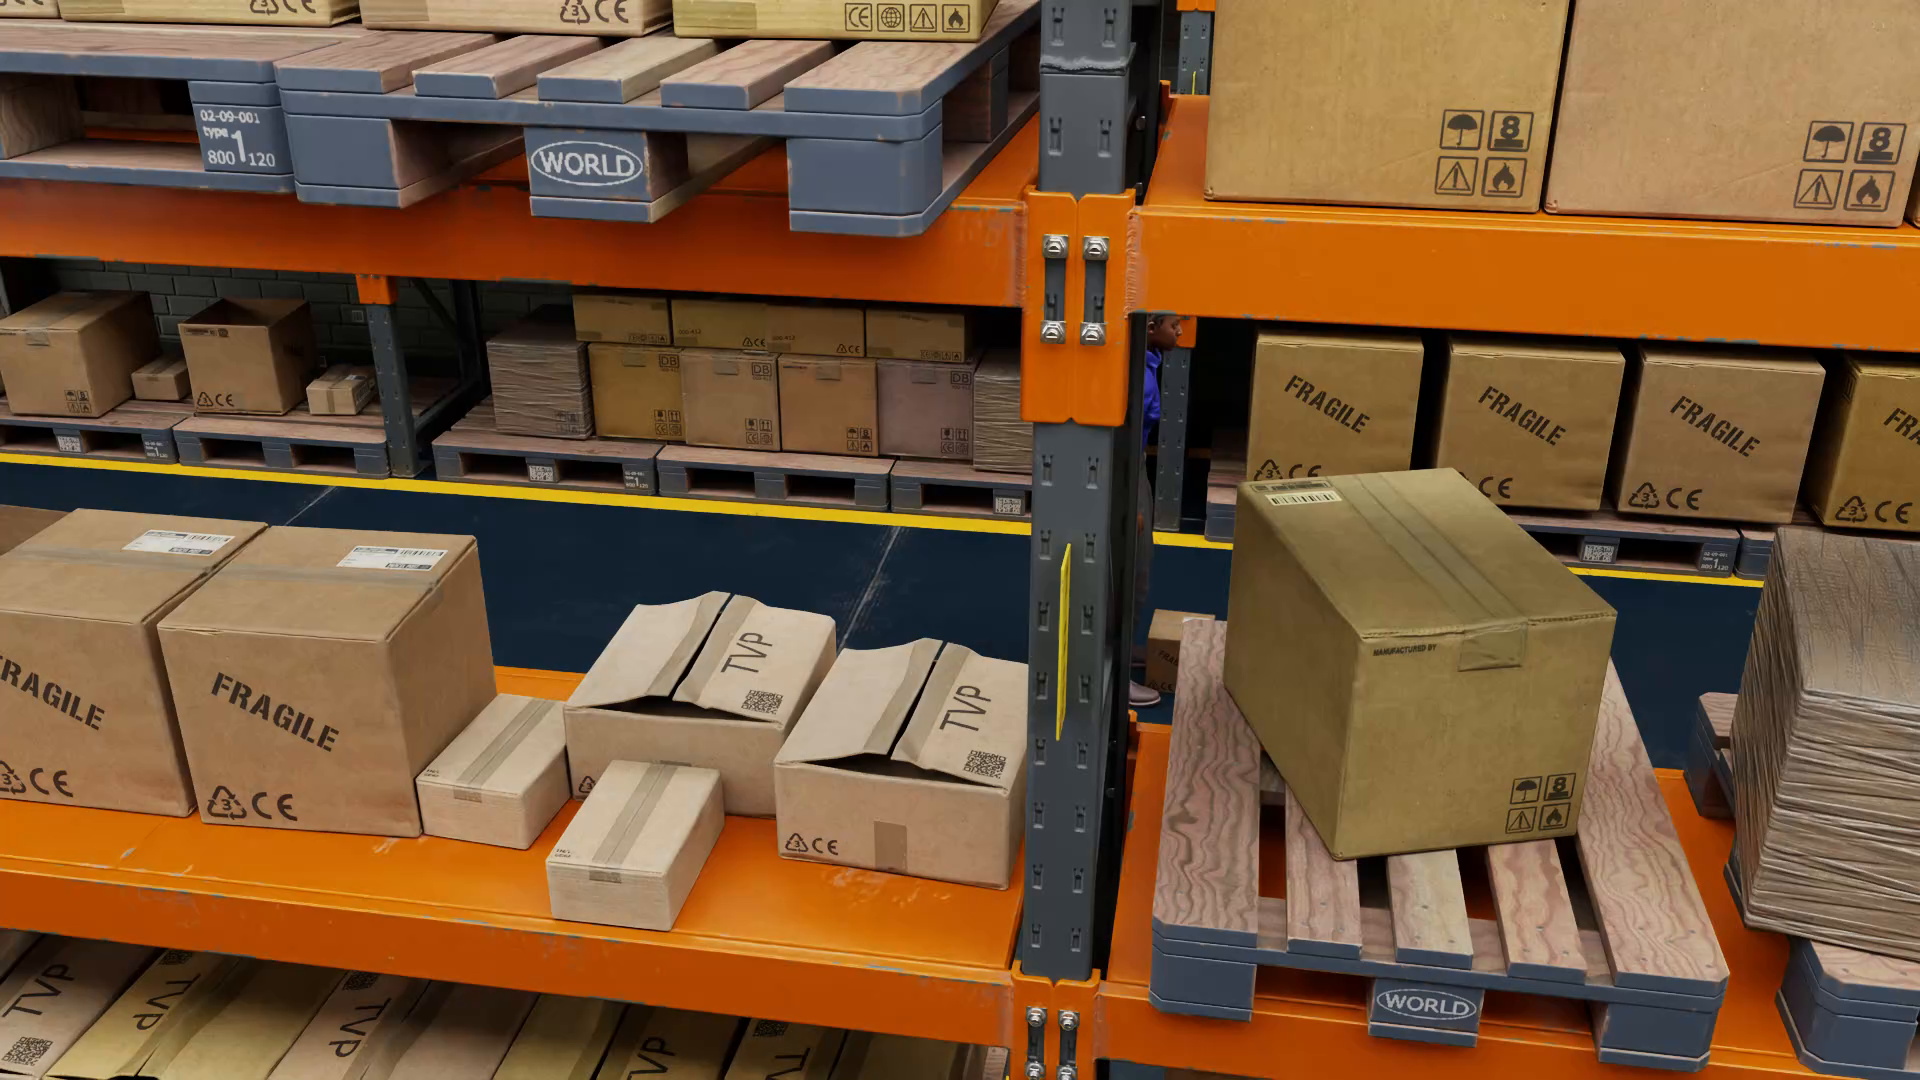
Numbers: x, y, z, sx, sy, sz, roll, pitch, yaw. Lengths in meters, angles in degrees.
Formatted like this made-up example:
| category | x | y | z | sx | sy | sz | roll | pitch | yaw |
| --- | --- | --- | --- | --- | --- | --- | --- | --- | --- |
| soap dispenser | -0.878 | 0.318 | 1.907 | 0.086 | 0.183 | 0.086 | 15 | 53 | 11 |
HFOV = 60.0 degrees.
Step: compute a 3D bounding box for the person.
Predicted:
| category | x | y | z | sx | sy | sz | roll | pitch | yaw |
| --- | --- | --- | --- | --- | --- | --- | --- | --- | --- |
| person | 0.662 | -0.187 | 6.514 | 0.349 | 1.653 | 0.519 | 3 | 25 | 6 |
